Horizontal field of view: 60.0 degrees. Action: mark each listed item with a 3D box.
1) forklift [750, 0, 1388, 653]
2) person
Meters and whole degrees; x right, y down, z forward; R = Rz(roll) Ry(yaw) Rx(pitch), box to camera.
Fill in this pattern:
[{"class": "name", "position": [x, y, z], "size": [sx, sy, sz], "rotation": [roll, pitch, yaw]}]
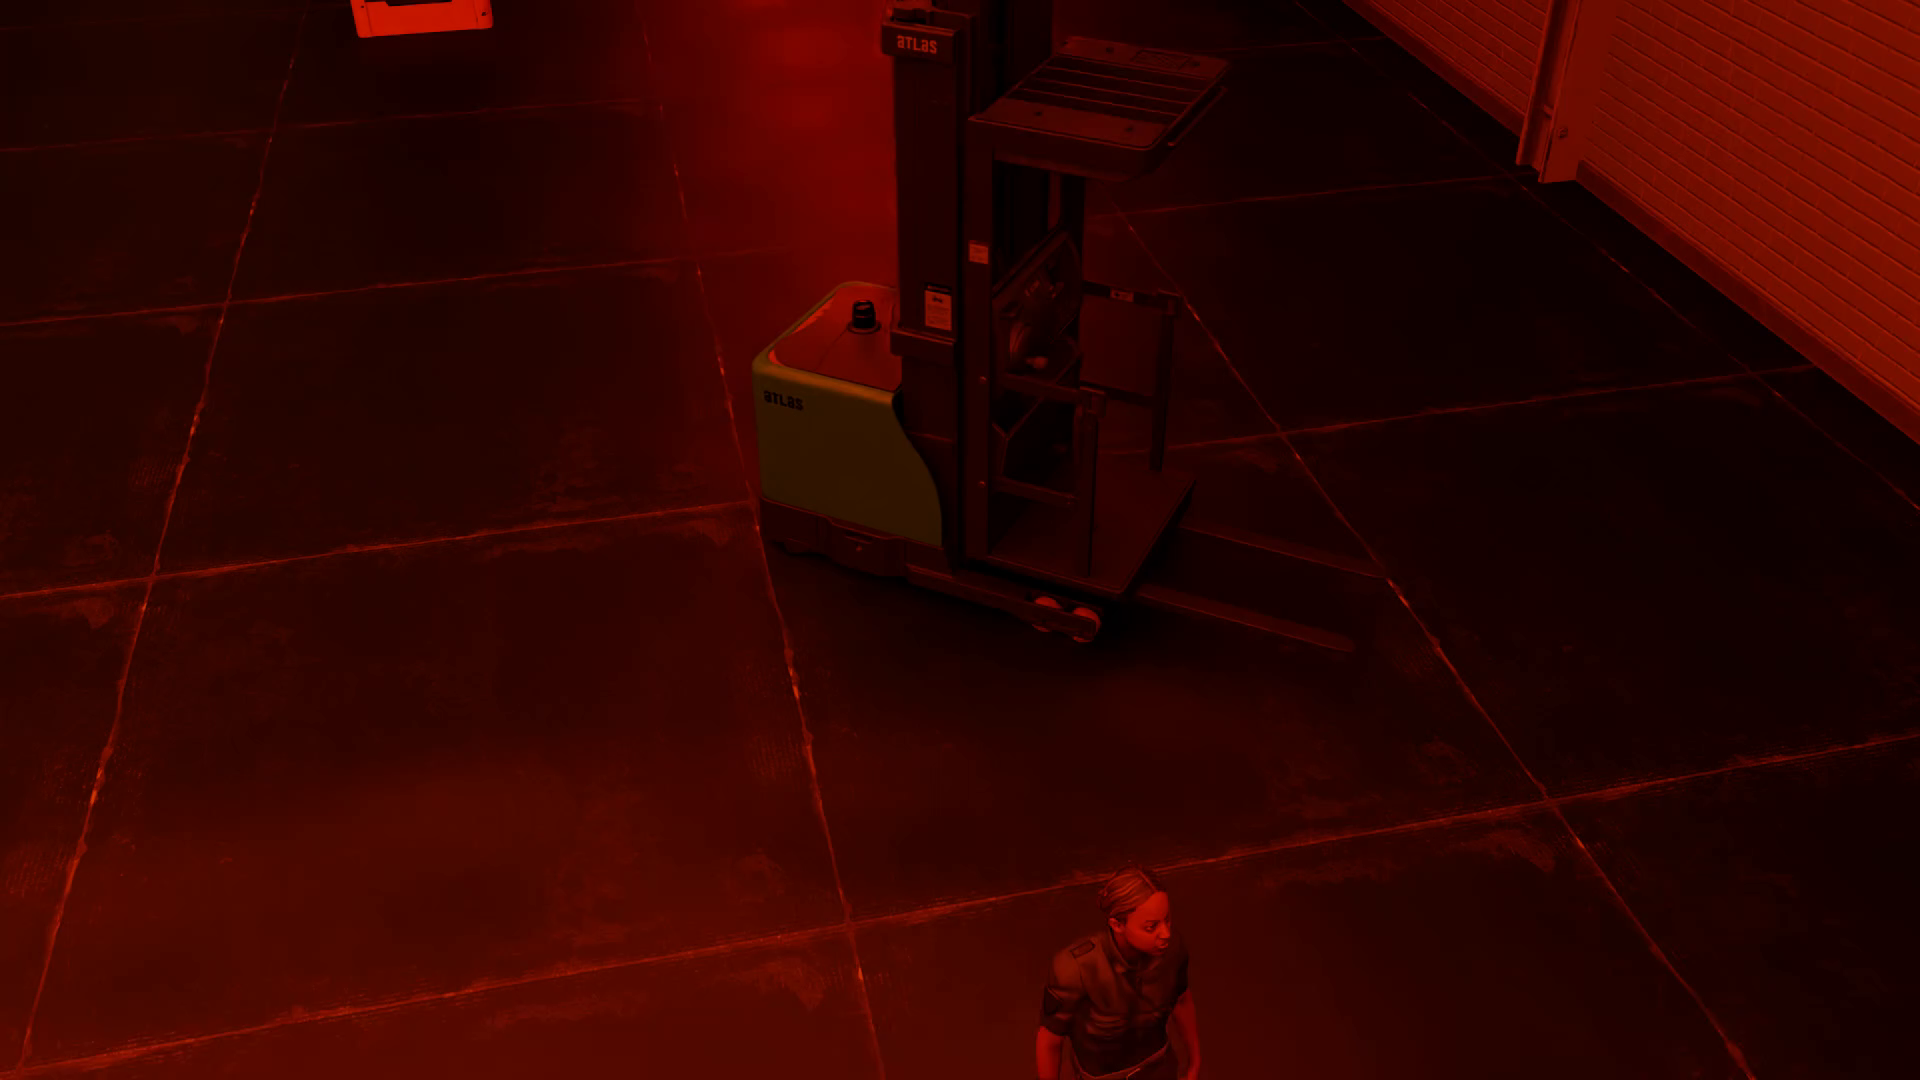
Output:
[{"class": "forklift", "position": [0.540, -1.058, 7.521], "size": [3.031, 2.935, 1.130], "rotation": [15, 38, 20]}, {"class": "person", "position": [0.492, 1.651, 4.837], "size": [0.570, 1.654, 0.504], "rotation": [-18, 39, -23]}]
